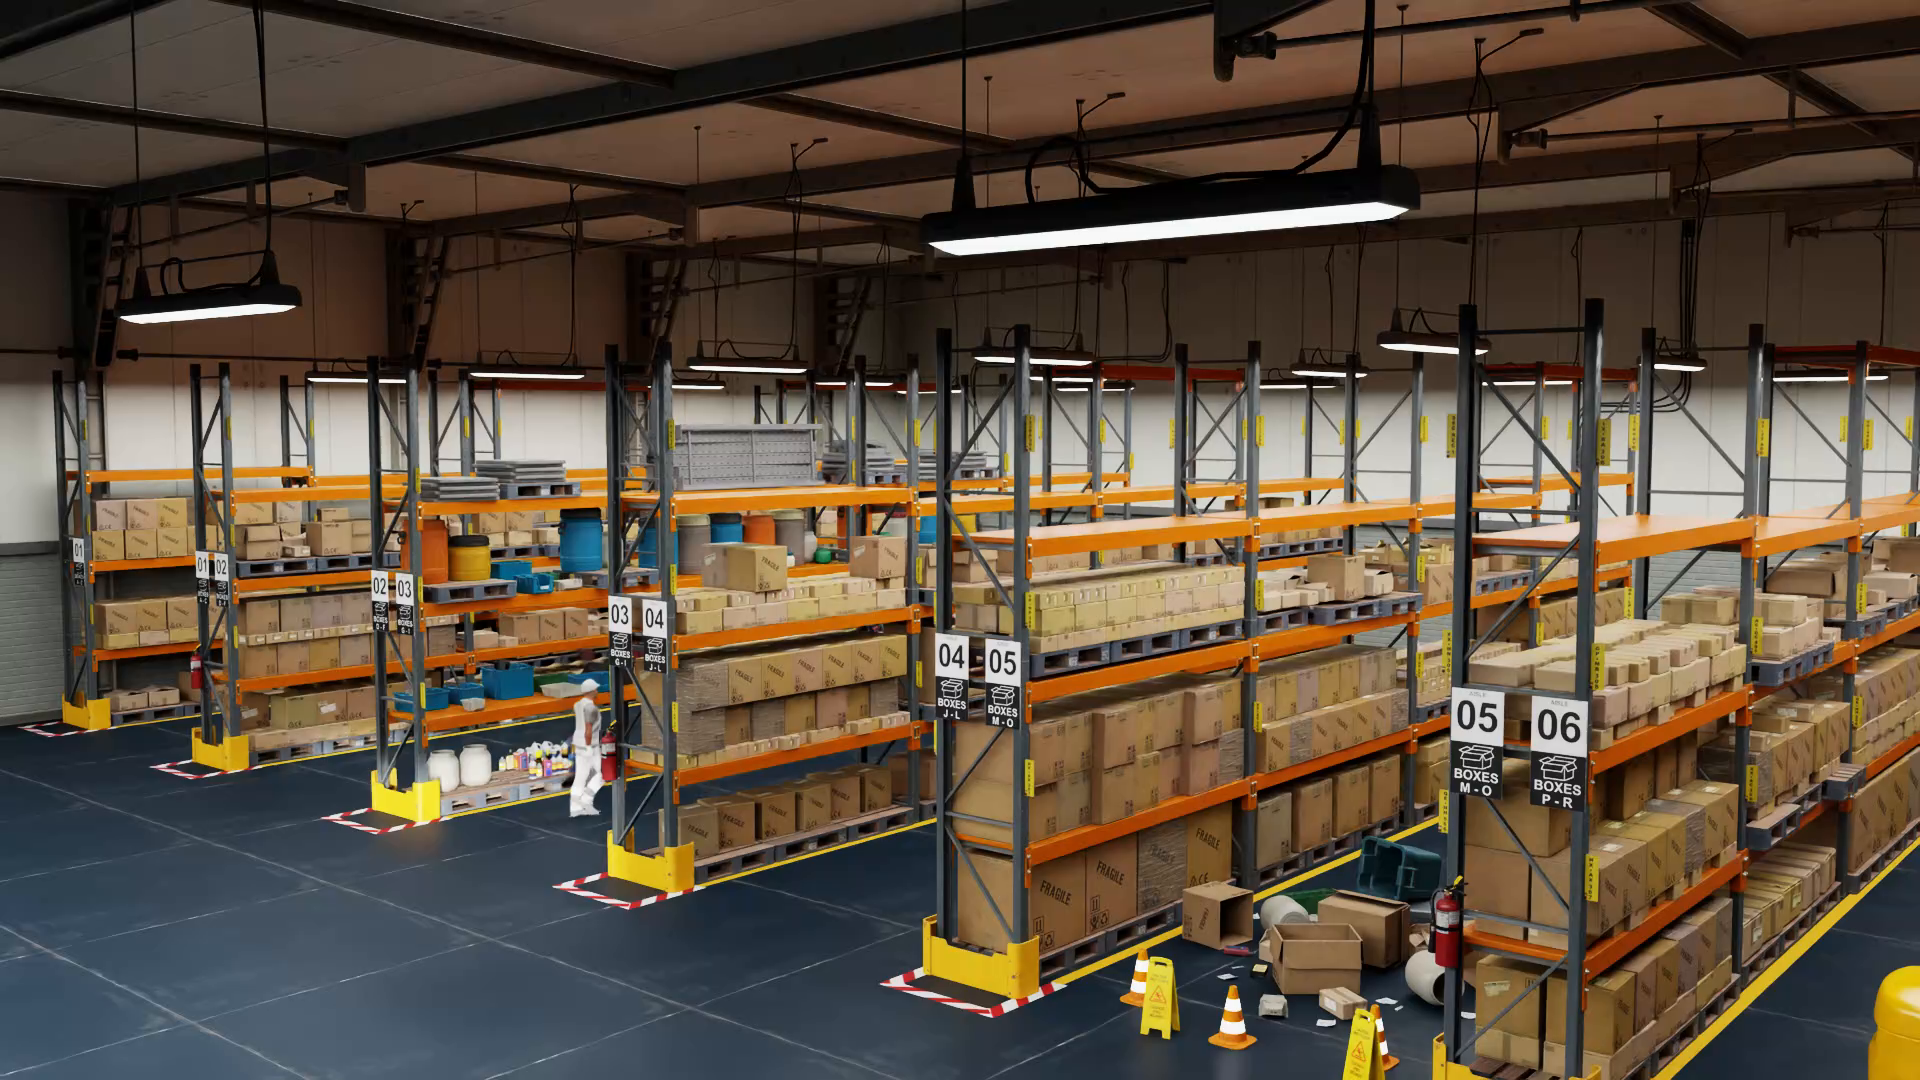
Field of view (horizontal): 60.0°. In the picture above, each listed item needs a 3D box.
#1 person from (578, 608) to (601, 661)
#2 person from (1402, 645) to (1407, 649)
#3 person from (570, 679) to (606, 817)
[{"bbox_3d":[-7.130,2.088,31.914,0.590,1.566,0.700,4,6,42],"label":"person"},{"bbox_3d":[7.247,2.436,26.207,0.638,1.683,0.727,-4,5,-41],"label":"person"},{"bbox_3d":[-4.857,2.696,21.677,0.496,1.772,0.585,-3,5,-35],"label":"person"}]
